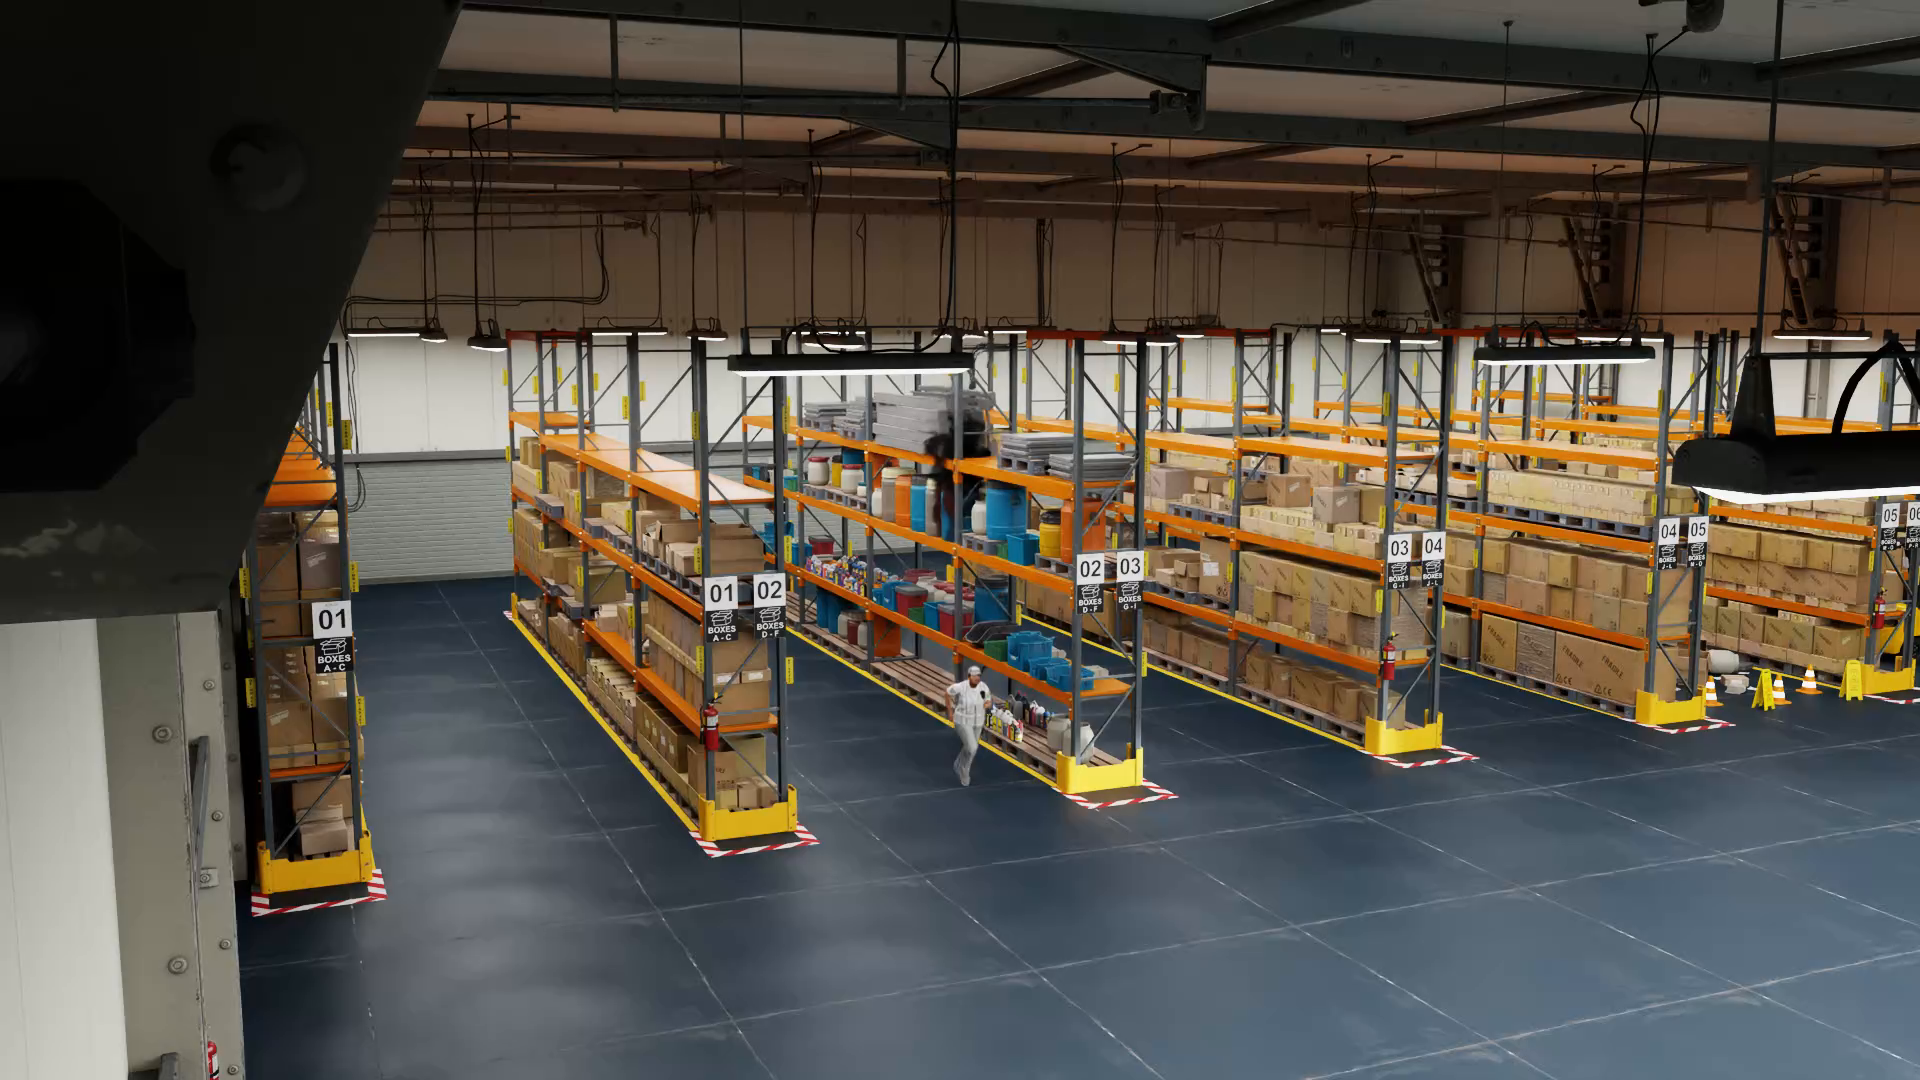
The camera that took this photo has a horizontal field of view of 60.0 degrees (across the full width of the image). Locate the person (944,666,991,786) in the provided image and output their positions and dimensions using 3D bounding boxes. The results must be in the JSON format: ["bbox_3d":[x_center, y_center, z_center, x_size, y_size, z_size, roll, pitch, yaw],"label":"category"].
[{"bbox_3d":[0.118,2.481,22.415,0.552,1.638,0.817,-5,9,-30],"label":"person"}]
